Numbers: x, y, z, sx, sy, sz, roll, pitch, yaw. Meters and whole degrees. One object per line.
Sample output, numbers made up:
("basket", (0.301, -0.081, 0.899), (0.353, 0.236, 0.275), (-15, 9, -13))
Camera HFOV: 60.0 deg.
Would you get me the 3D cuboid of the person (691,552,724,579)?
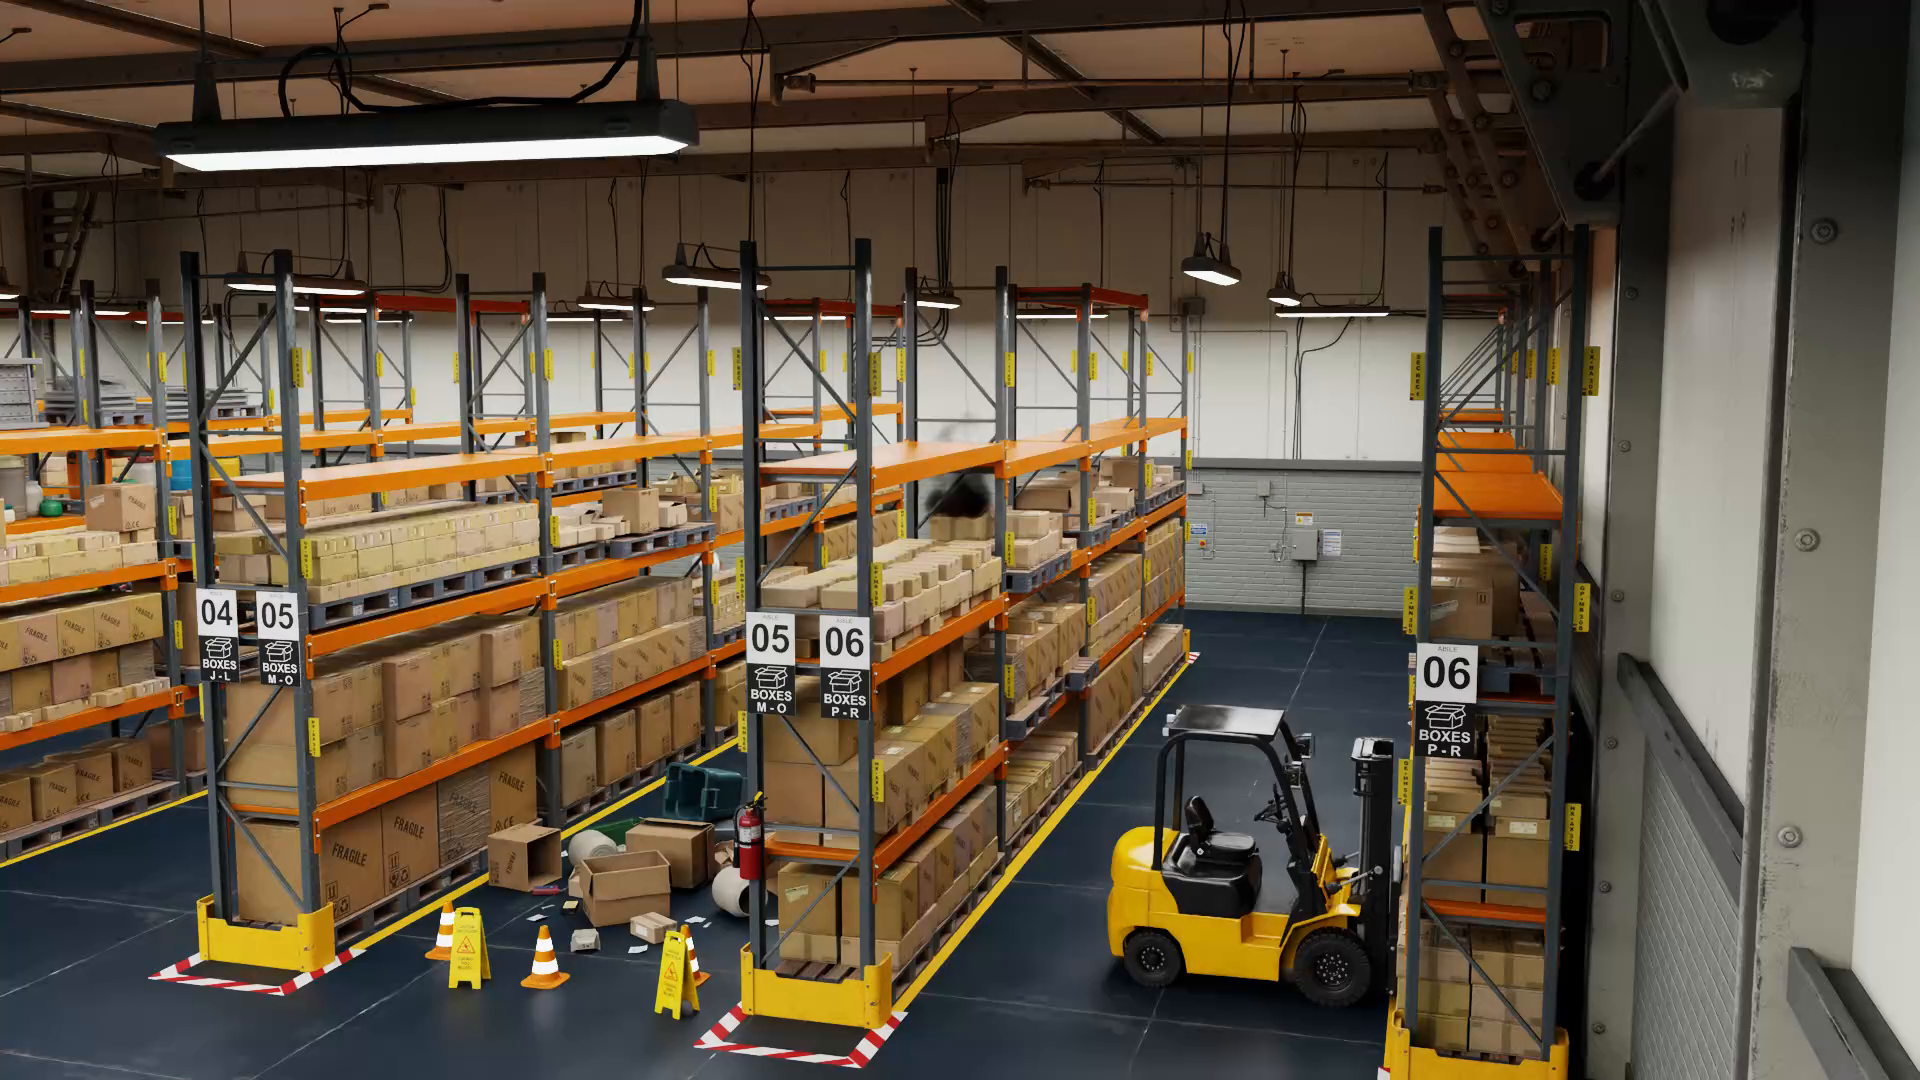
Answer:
("person", (-4.627, 0.884, 30.705), (0.710, 1.799, 0.727), (-3, 7, -24))
